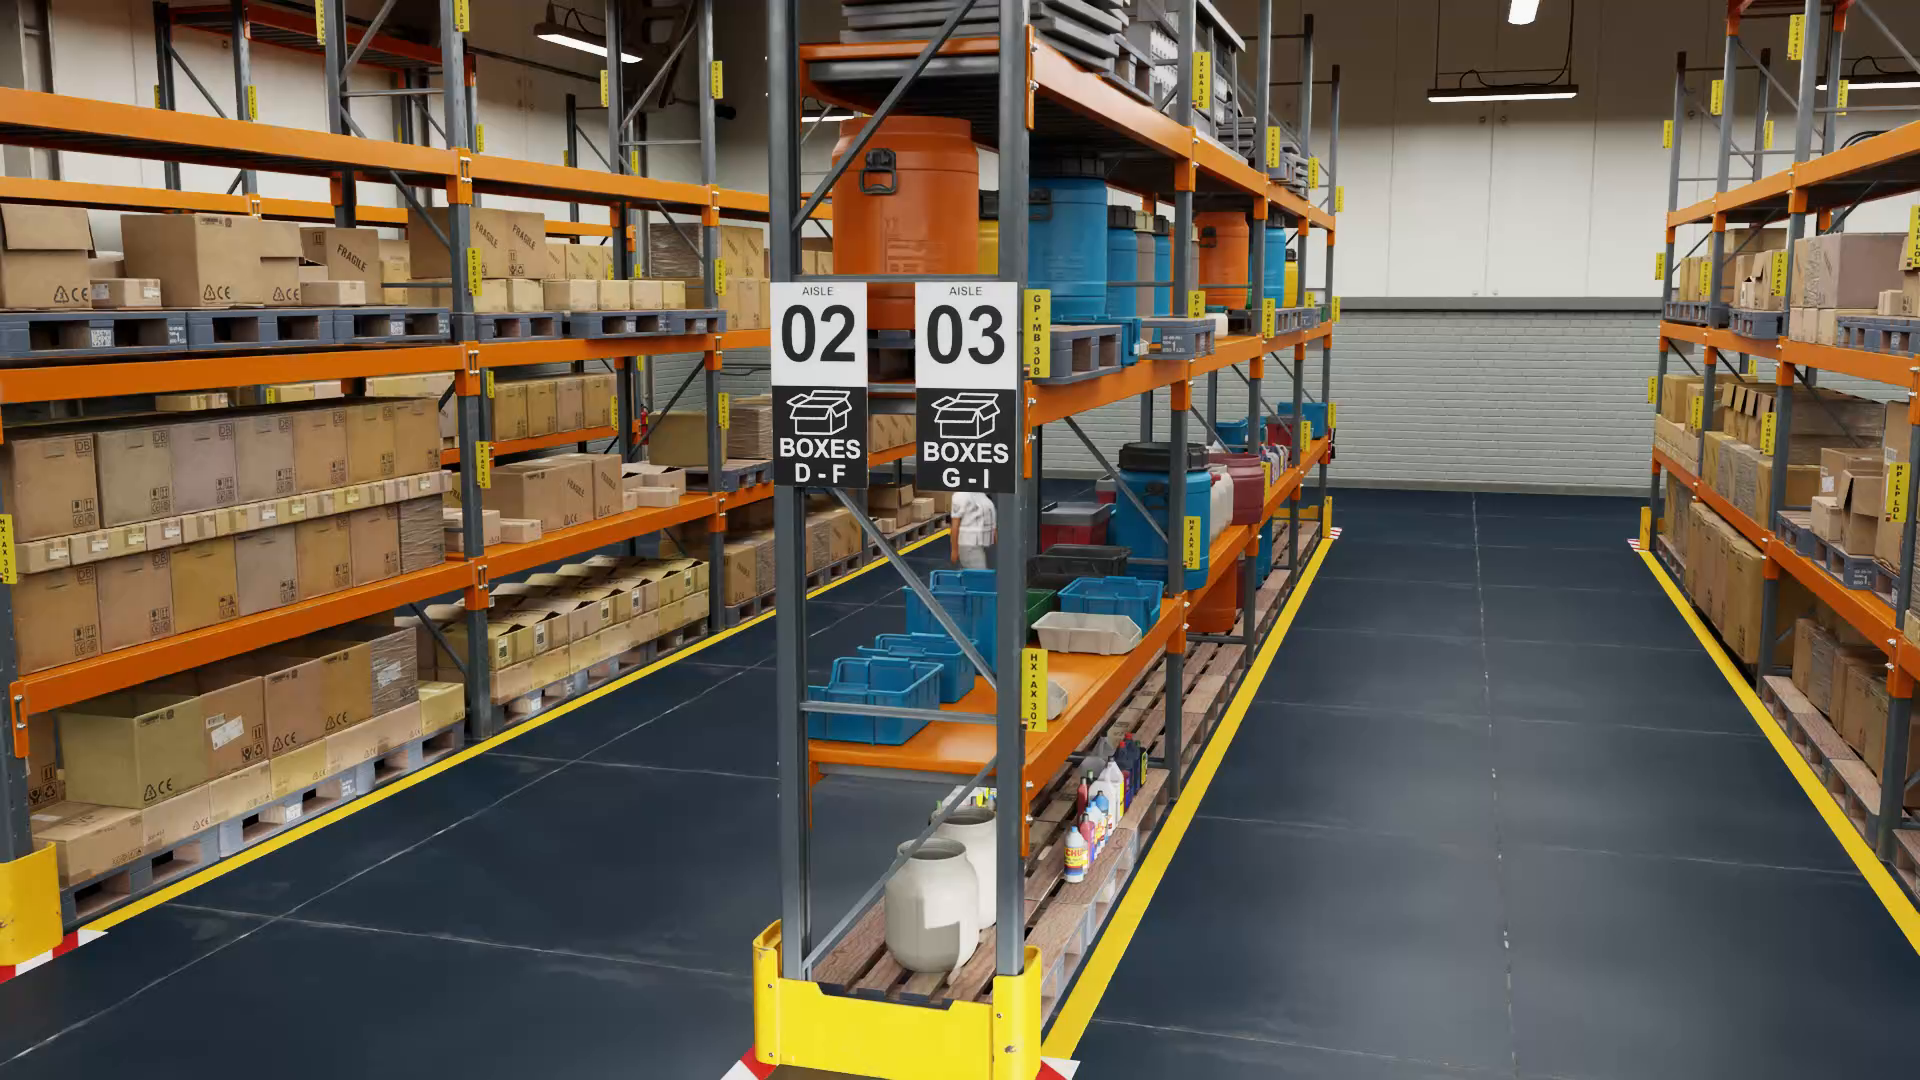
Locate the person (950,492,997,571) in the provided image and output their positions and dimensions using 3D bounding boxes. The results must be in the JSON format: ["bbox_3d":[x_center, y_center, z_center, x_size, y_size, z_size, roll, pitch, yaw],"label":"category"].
[{"bbox_3d":[0.240,0.055,15.398,0.915,1.625,0.484,3,9,21],"label":"person"}]
